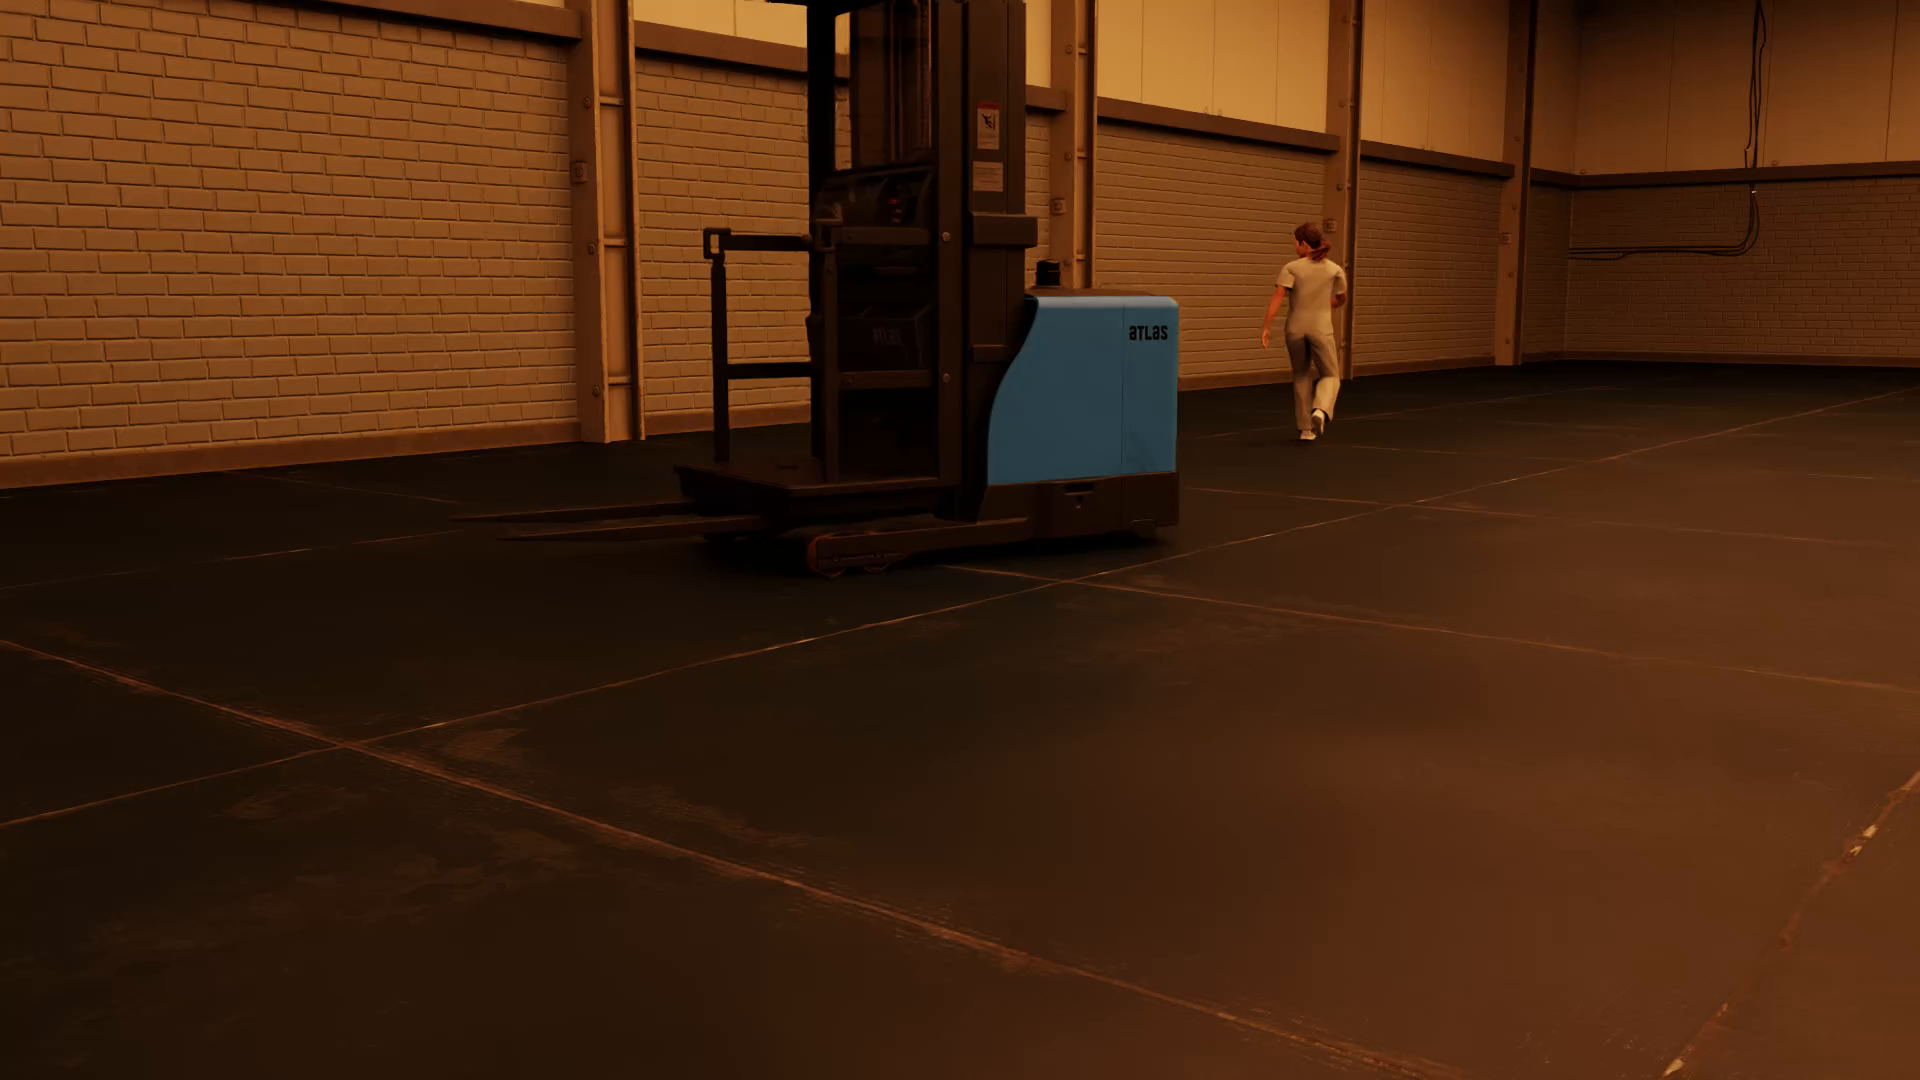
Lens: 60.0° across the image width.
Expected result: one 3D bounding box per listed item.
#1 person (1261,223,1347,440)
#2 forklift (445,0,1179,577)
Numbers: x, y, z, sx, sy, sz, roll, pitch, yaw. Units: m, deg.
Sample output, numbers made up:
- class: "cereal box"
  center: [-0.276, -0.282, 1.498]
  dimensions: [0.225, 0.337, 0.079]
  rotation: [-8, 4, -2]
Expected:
- class: "person"
  center: [2.563, -1.535, 12.346]
  dimensions: [0.571, 1.614, 0.636]
  rotation: [3, 9, 20]
- class: "forklift"
  center: [-0.545, -1.393, 6.804]
  dimensions: [3.031, 2.935, 1.130]
  rotation: [-5, 10, -32]
